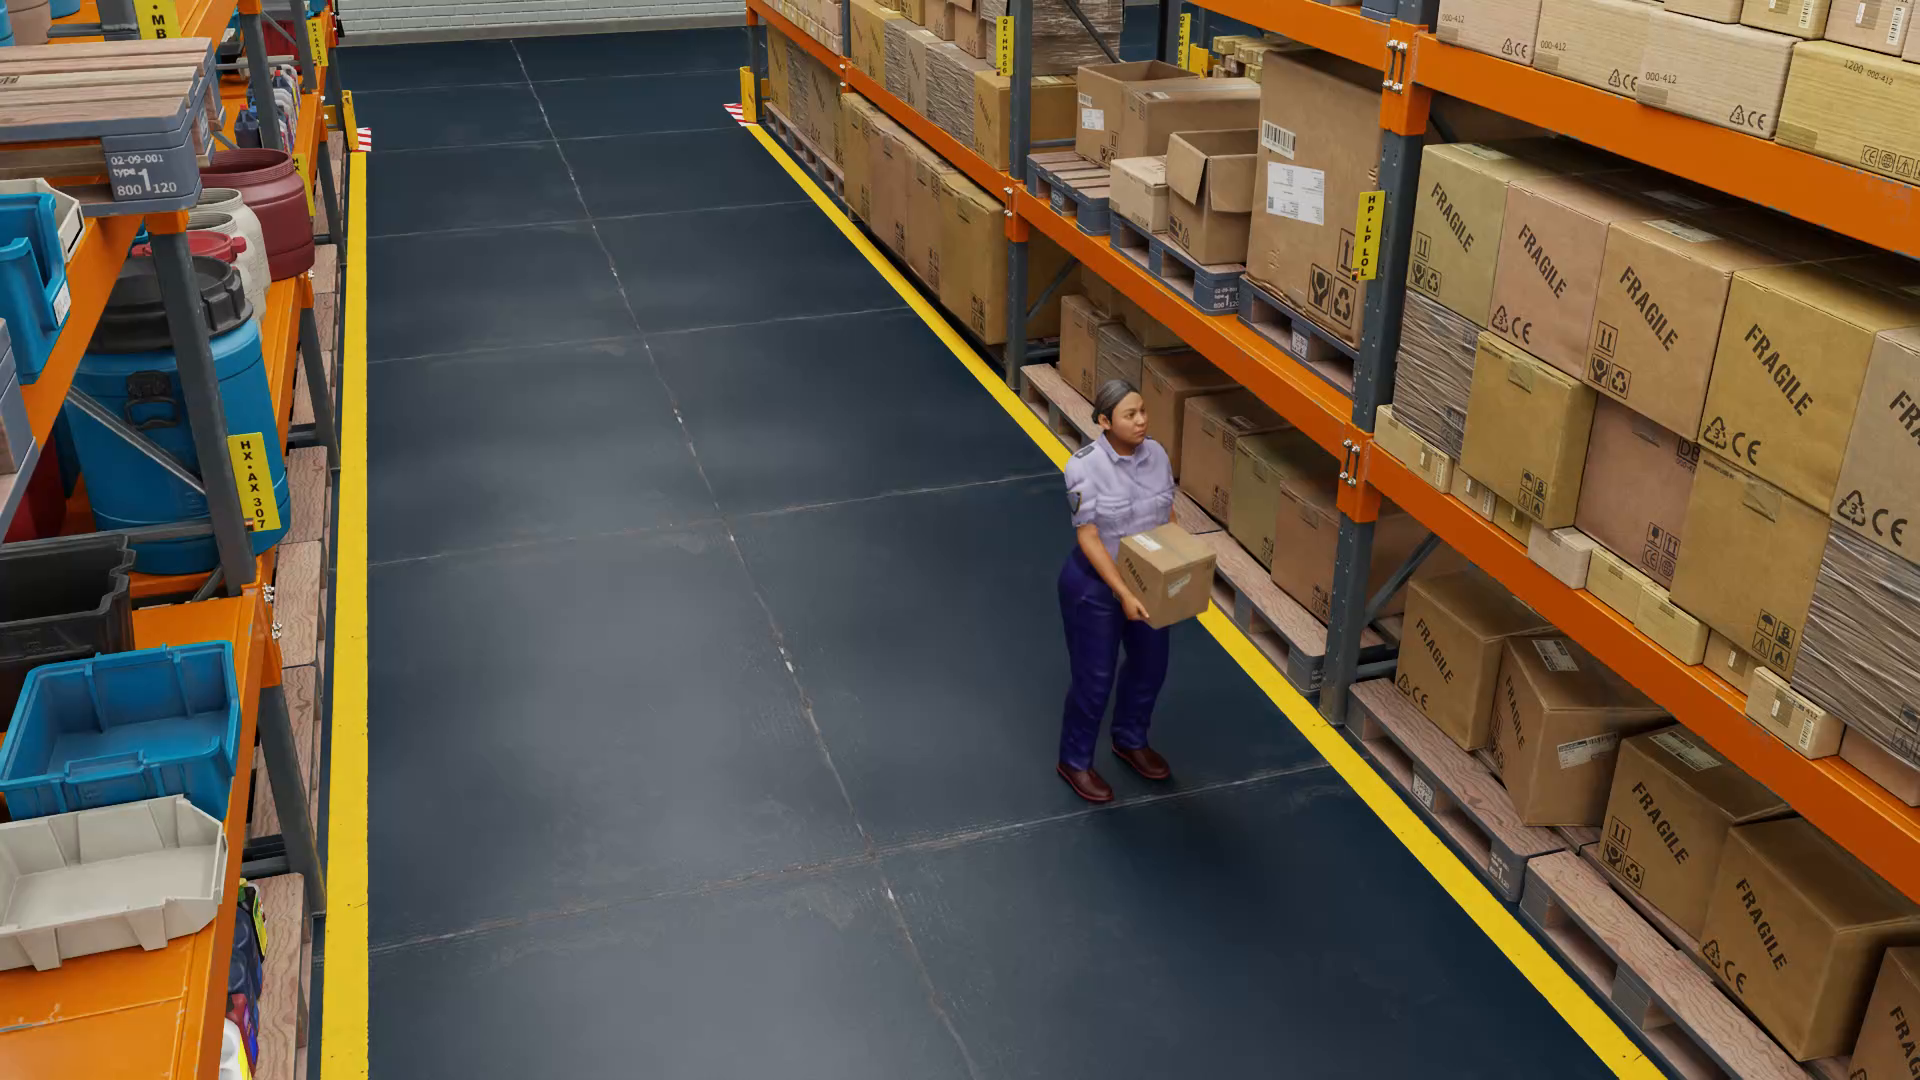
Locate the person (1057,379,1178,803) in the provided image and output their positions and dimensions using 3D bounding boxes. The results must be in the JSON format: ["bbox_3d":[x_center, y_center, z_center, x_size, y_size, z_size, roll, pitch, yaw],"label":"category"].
[{"bbox_3d":[0.644,0.226,6.216,0.452,1.613,0.519,-17,31,-30],"label":"person"}]
